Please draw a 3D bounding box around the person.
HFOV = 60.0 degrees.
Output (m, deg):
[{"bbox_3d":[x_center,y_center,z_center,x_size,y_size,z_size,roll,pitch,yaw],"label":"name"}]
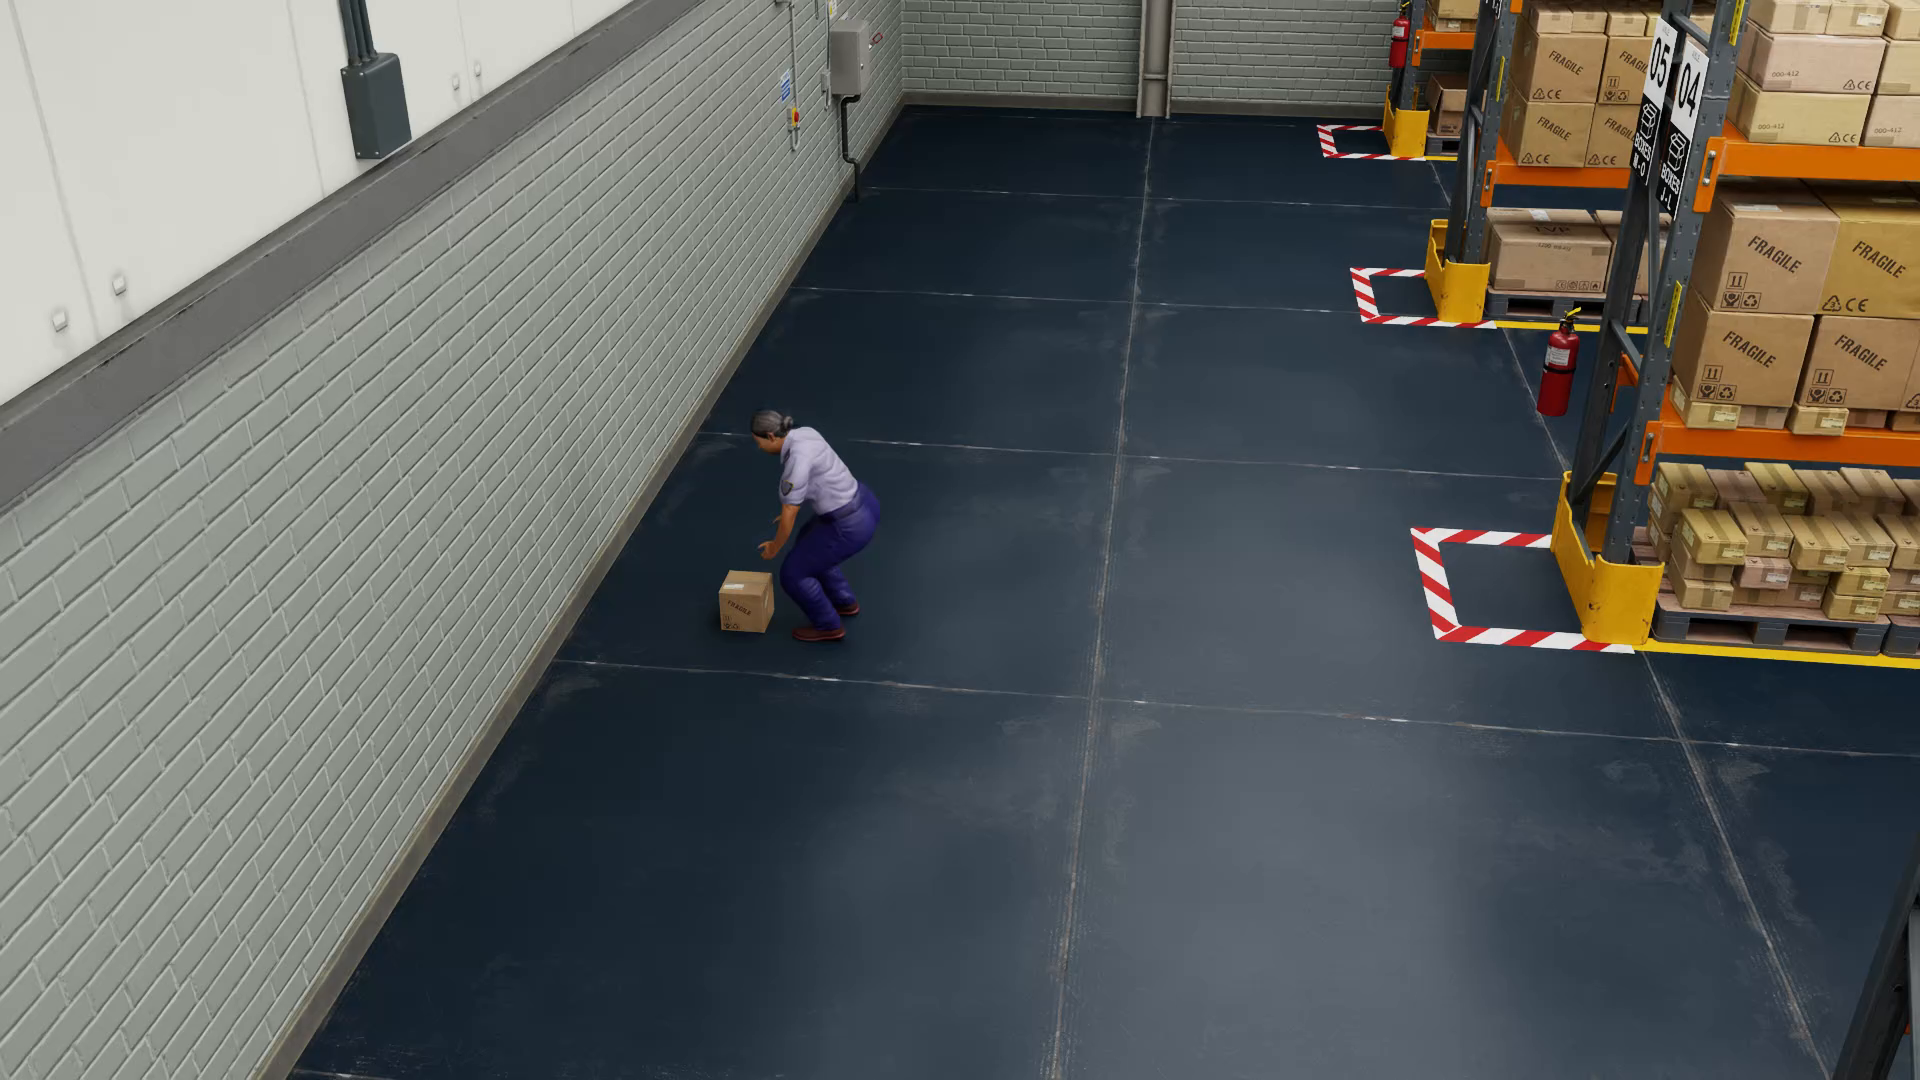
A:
[{"bbox_3d":[-0.786,-0.087,9.131,0.673,1.340,0.536,4,29,6],"label":"person"}]
